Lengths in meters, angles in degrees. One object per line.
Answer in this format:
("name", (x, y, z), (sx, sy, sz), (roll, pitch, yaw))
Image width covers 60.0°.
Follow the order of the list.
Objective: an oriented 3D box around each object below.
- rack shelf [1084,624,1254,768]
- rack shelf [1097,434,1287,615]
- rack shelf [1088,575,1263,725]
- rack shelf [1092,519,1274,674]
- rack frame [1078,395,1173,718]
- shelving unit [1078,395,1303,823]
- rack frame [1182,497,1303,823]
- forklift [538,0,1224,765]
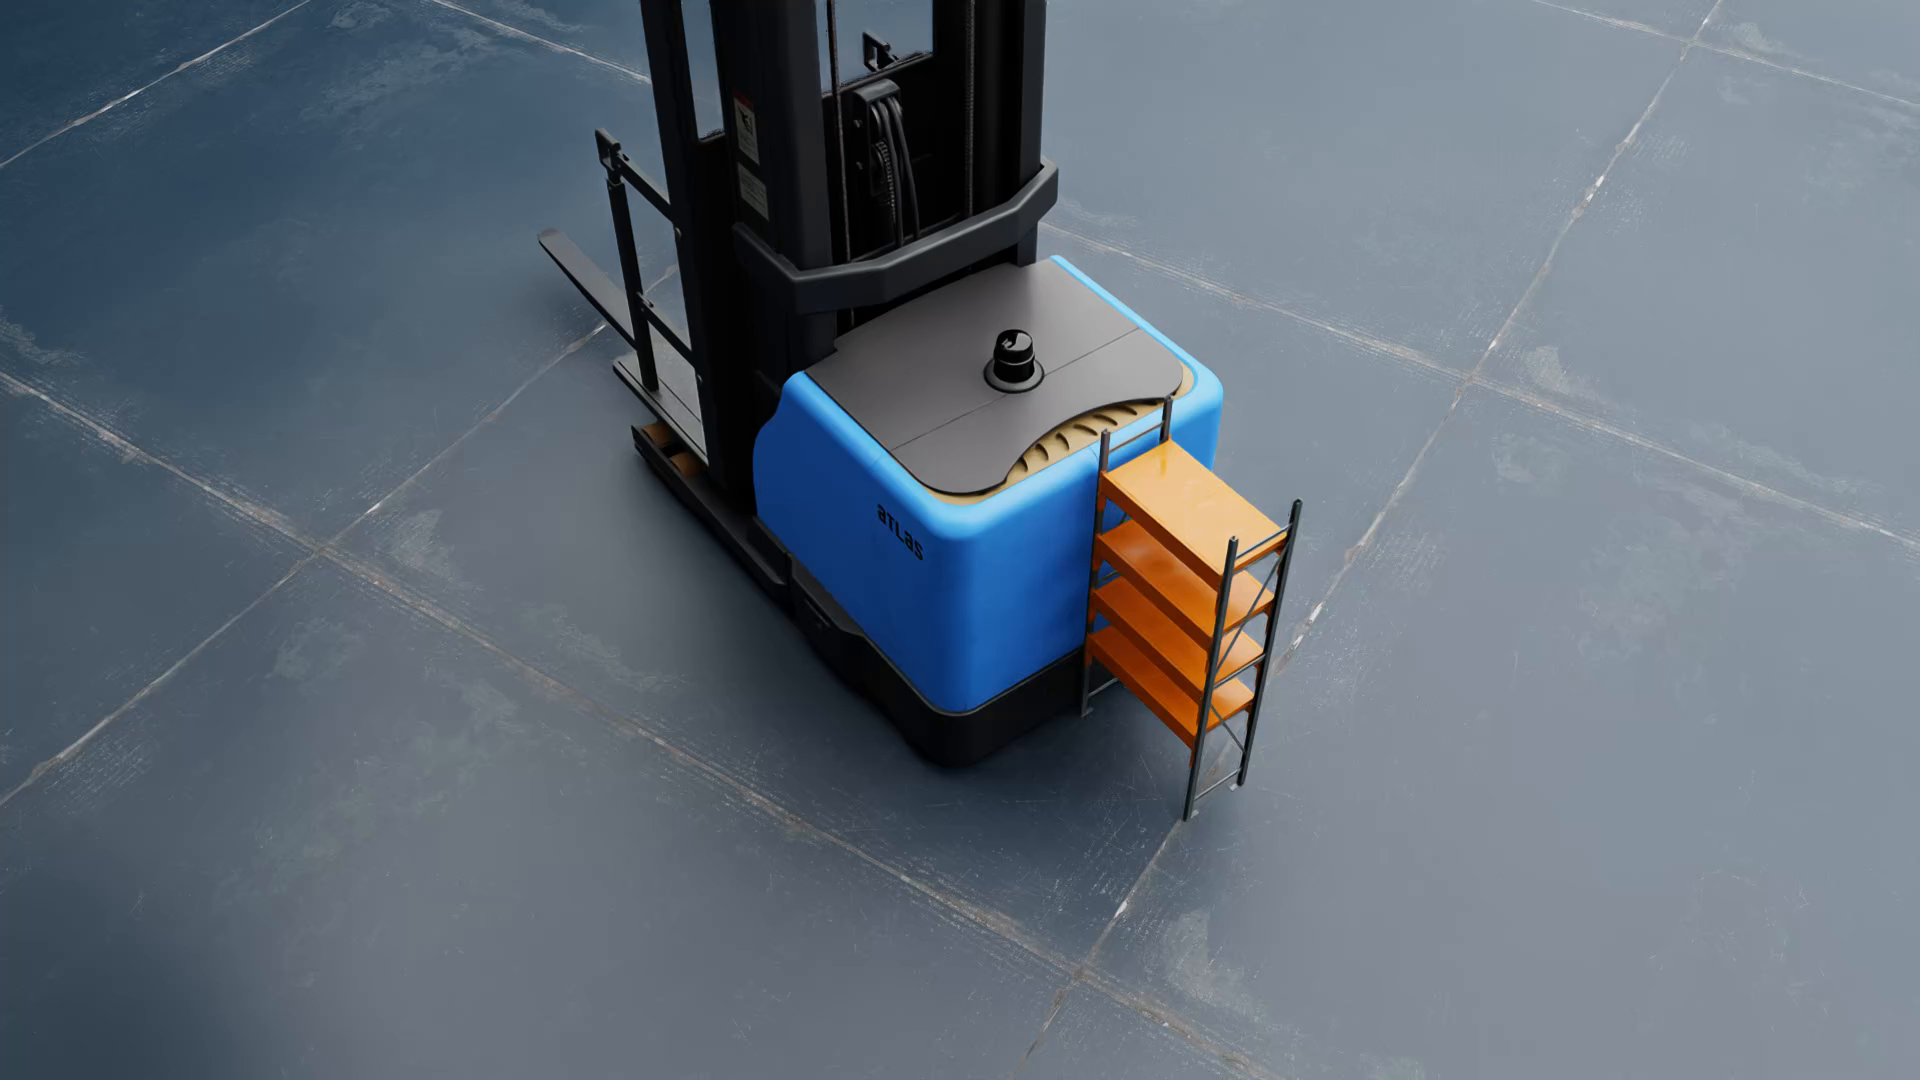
("rack shelf", (0.616, 0.411, 4.885), (0.258, 0.148, 0.480), (-28, 52, -25))
("rack shelf", (0.616, -0.048, 4.412), (0.258, 0.148, 0.480), (-28, 52, -25))
("rack shelf", (0.616, 0.273, 4.742), (0.258, 0.148, 0.480), (-28, 52, -25))
("rack shelf", (0.616, 0.117, 4.582), (0.258, 0.148, 0.480), (-28, 52, -25))
("rack frame", (0.471, 0.085, 4.831), (0.240, 1.200, 0.015), (-28, 52, -25))
("shelving unit", (0.616, 0.226, 4.694), (0.258, 1.200, 0.503), (-28, 52, -25))
("rack frame", (0.761, 0.366, 4.558), (0.240, 1.200, 0.015), (-28, 52, -25))
("forklift", (-0.515, -1.360, 5.028), (1.130, 2.935, 3.031), (-28, 52, -25))
